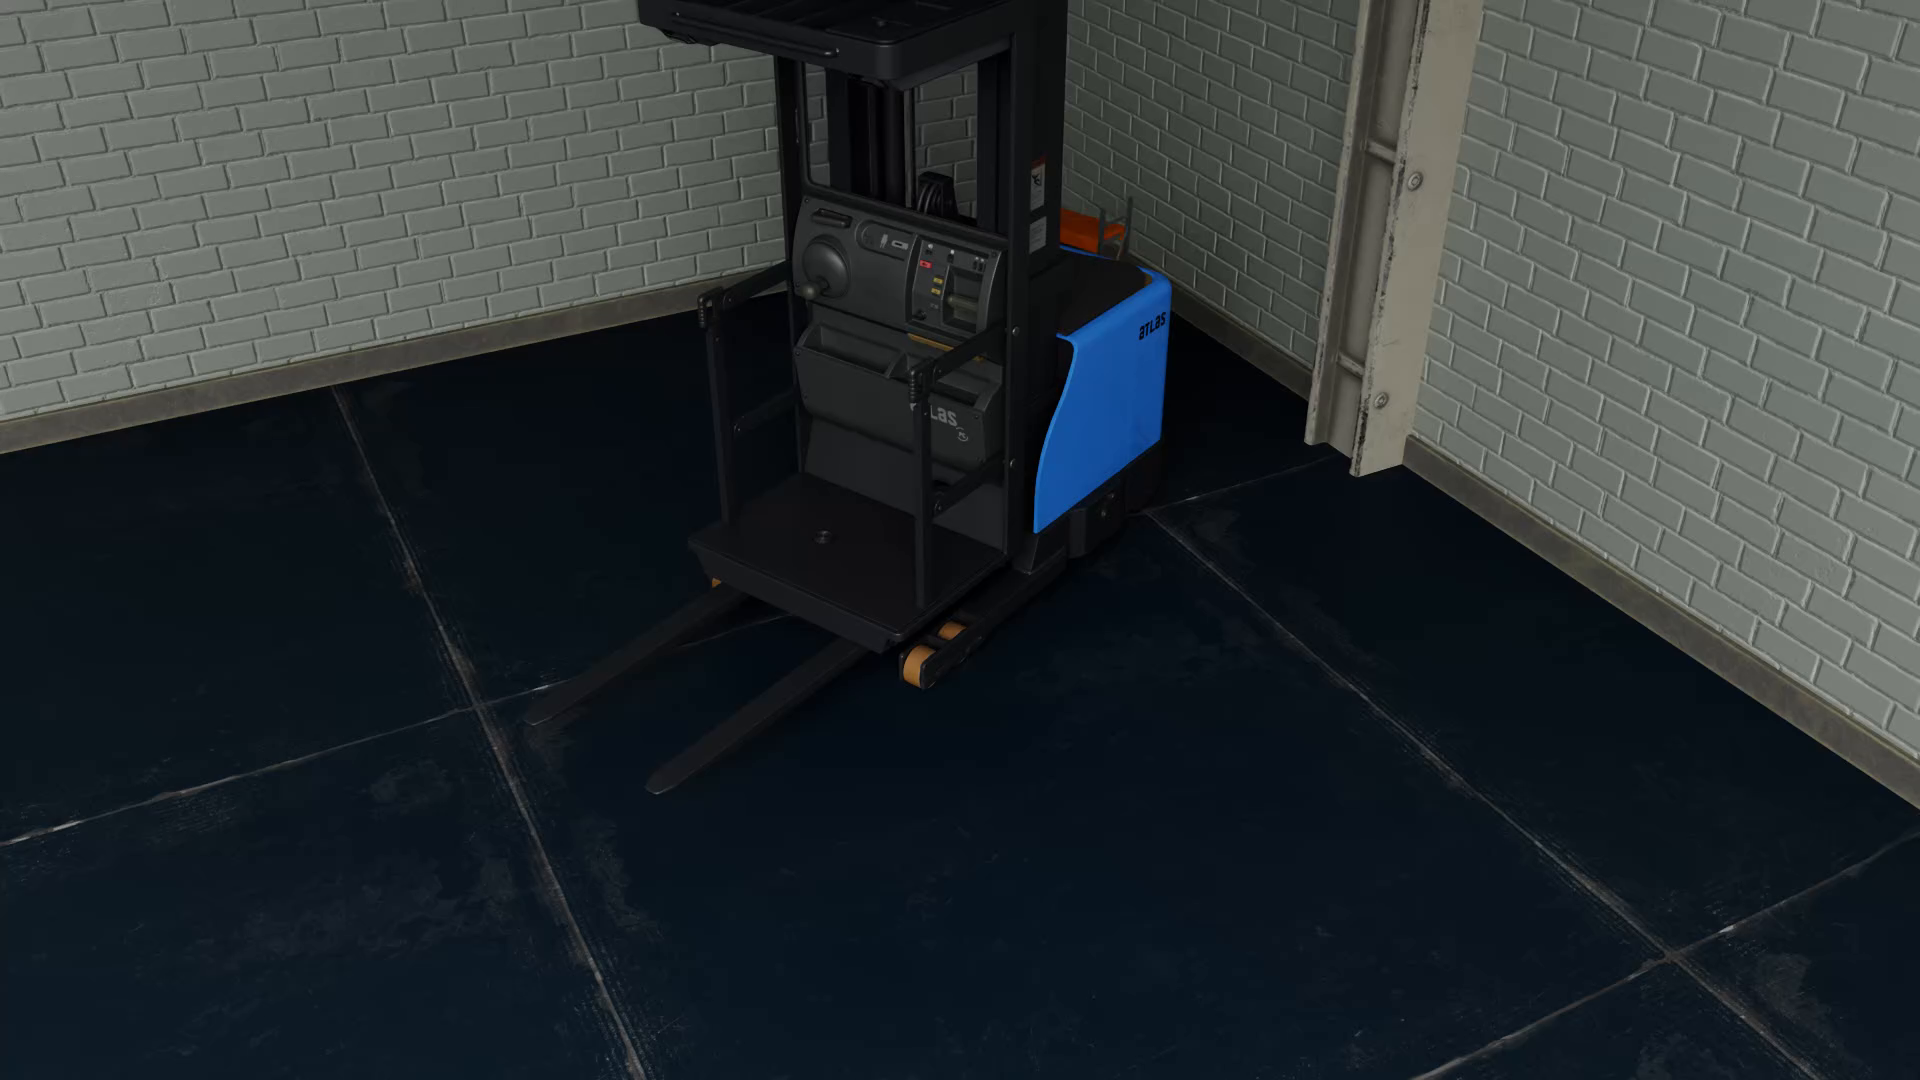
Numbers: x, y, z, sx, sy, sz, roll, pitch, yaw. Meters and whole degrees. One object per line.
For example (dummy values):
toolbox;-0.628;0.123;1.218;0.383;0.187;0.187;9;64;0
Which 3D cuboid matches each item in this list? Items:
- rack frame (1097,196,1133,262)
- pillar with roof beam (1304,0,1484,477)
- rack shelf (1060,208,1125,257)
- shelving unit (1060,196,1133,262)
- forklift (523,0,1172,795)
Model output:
rack frame;0.671;-0.969;7.636;0.015;1.200;0.240;23;36;31
pillar with roof beam;-1.930;-3.129;3.793;9.100;9.000;0.400;-16;36;-23
rack shelf;0.494;-1.391;7.567;0.480;0.148;0.258;23;36;31
shelving unit;0.479;-1.050;7.763;0.503;1.200;0.258;23;36;31
forklift;-0.371;-0.965;6.039;1.130;2.935;3.031;22;39;30
